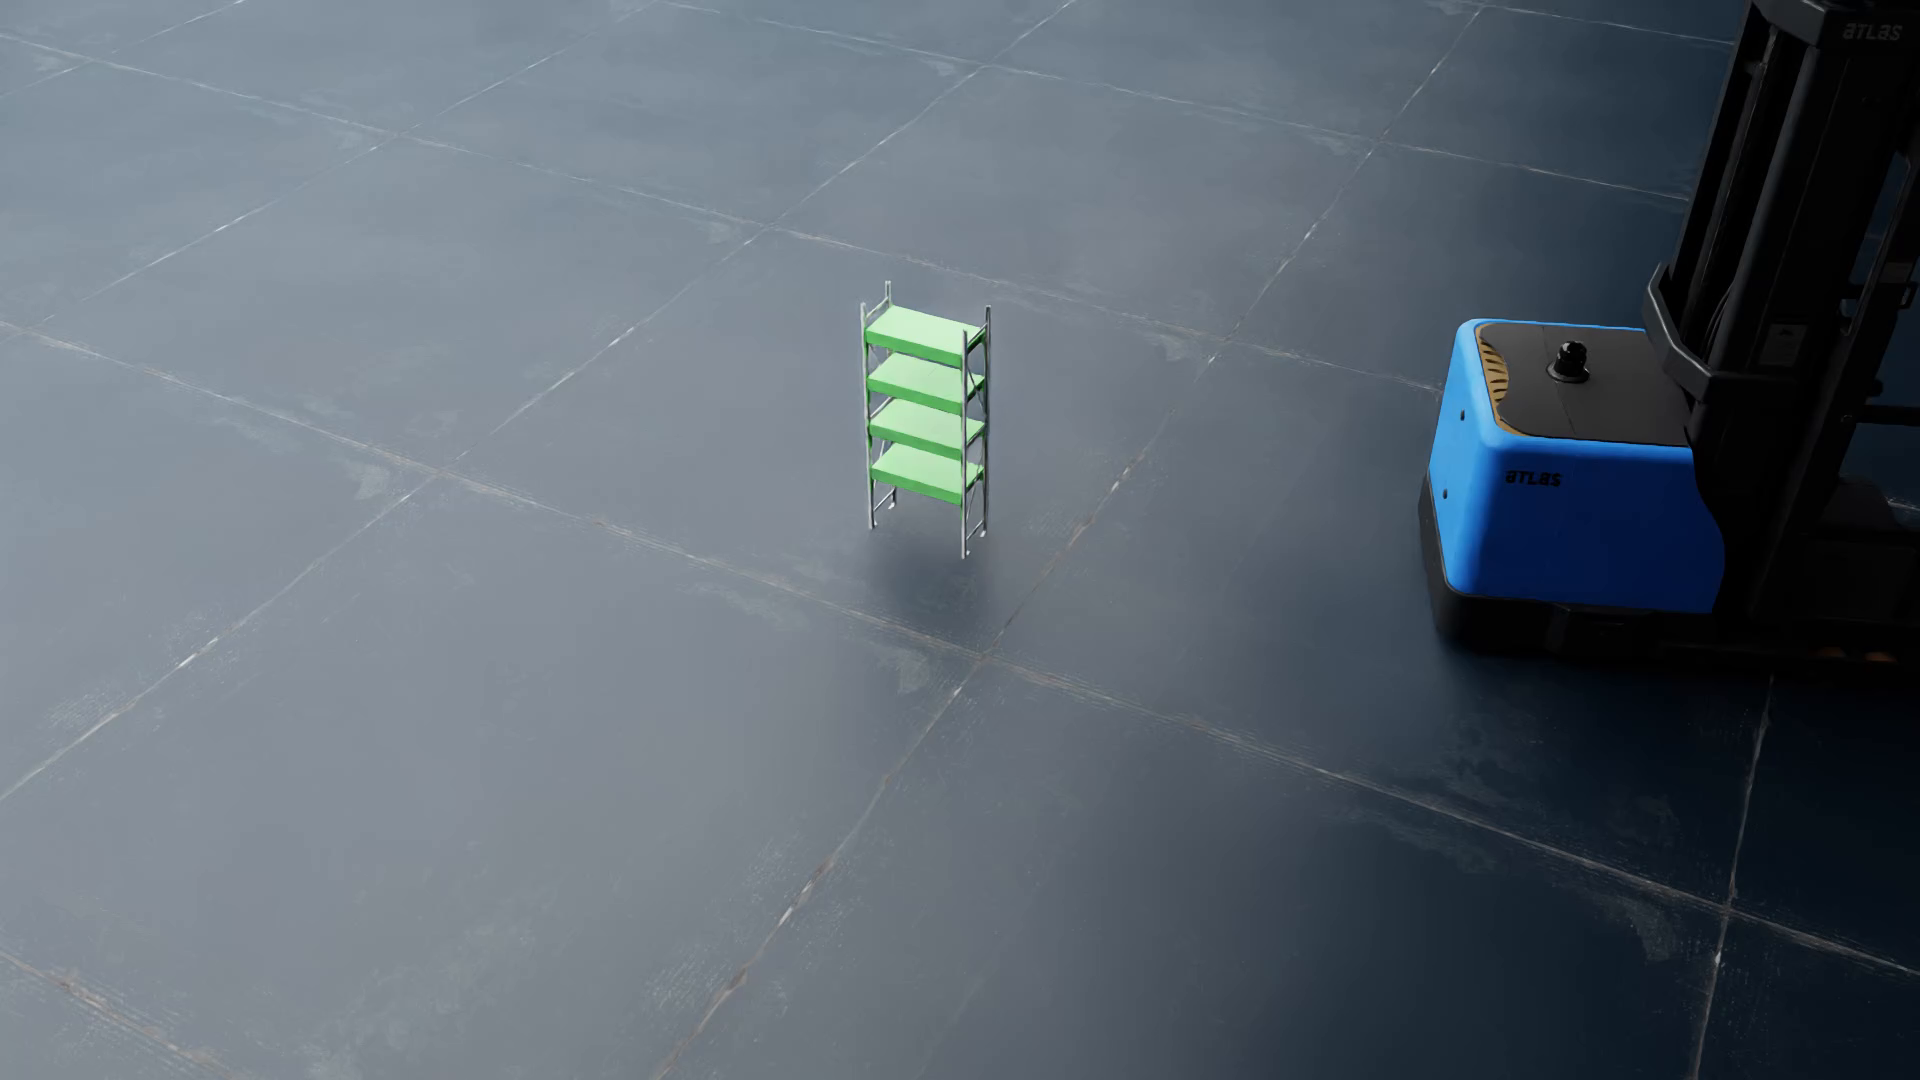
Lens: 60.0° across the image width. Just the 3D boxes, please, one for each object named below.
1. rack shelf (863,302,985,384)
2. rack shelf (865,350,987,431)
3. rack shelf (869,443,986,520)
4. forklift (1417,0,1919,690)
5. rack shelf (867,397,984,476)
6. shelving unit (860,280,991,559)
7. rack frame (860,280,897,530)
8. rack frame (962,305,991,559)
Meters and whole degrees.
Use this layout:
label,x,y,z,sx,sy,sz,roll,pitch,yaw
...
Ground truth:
label,x,y,z,sx,sy,sz,roll,pitch,yaw
rack shelf,-0.147,-0.855,7.196,0.480,0.148,0.258,17,41,21
rack shelf,-0.147,-0.664,7.341,0.480,0.148,0.258,17,41,21
rack shelf,-0.147,-0.282,7.632,0.480,0.148,0.258,17,41,21
forklift,3.601,-0.886,6.493,3.031,2.935,1.130,4,37,6
rack shelf,-0.147,-0.473,7.487,0.480,0.148,0.258,17,41,21
shelving unit,-0.147,-0.524,7.448,0.503,1.200,0.258,17,41,21
rack frame,-0.364,-0.592,7.537,0.015,1.200,0.240,17,41,21
rack frame,0.070,-0.456,7.358,0.015,1.200,0.240,17,41,21
